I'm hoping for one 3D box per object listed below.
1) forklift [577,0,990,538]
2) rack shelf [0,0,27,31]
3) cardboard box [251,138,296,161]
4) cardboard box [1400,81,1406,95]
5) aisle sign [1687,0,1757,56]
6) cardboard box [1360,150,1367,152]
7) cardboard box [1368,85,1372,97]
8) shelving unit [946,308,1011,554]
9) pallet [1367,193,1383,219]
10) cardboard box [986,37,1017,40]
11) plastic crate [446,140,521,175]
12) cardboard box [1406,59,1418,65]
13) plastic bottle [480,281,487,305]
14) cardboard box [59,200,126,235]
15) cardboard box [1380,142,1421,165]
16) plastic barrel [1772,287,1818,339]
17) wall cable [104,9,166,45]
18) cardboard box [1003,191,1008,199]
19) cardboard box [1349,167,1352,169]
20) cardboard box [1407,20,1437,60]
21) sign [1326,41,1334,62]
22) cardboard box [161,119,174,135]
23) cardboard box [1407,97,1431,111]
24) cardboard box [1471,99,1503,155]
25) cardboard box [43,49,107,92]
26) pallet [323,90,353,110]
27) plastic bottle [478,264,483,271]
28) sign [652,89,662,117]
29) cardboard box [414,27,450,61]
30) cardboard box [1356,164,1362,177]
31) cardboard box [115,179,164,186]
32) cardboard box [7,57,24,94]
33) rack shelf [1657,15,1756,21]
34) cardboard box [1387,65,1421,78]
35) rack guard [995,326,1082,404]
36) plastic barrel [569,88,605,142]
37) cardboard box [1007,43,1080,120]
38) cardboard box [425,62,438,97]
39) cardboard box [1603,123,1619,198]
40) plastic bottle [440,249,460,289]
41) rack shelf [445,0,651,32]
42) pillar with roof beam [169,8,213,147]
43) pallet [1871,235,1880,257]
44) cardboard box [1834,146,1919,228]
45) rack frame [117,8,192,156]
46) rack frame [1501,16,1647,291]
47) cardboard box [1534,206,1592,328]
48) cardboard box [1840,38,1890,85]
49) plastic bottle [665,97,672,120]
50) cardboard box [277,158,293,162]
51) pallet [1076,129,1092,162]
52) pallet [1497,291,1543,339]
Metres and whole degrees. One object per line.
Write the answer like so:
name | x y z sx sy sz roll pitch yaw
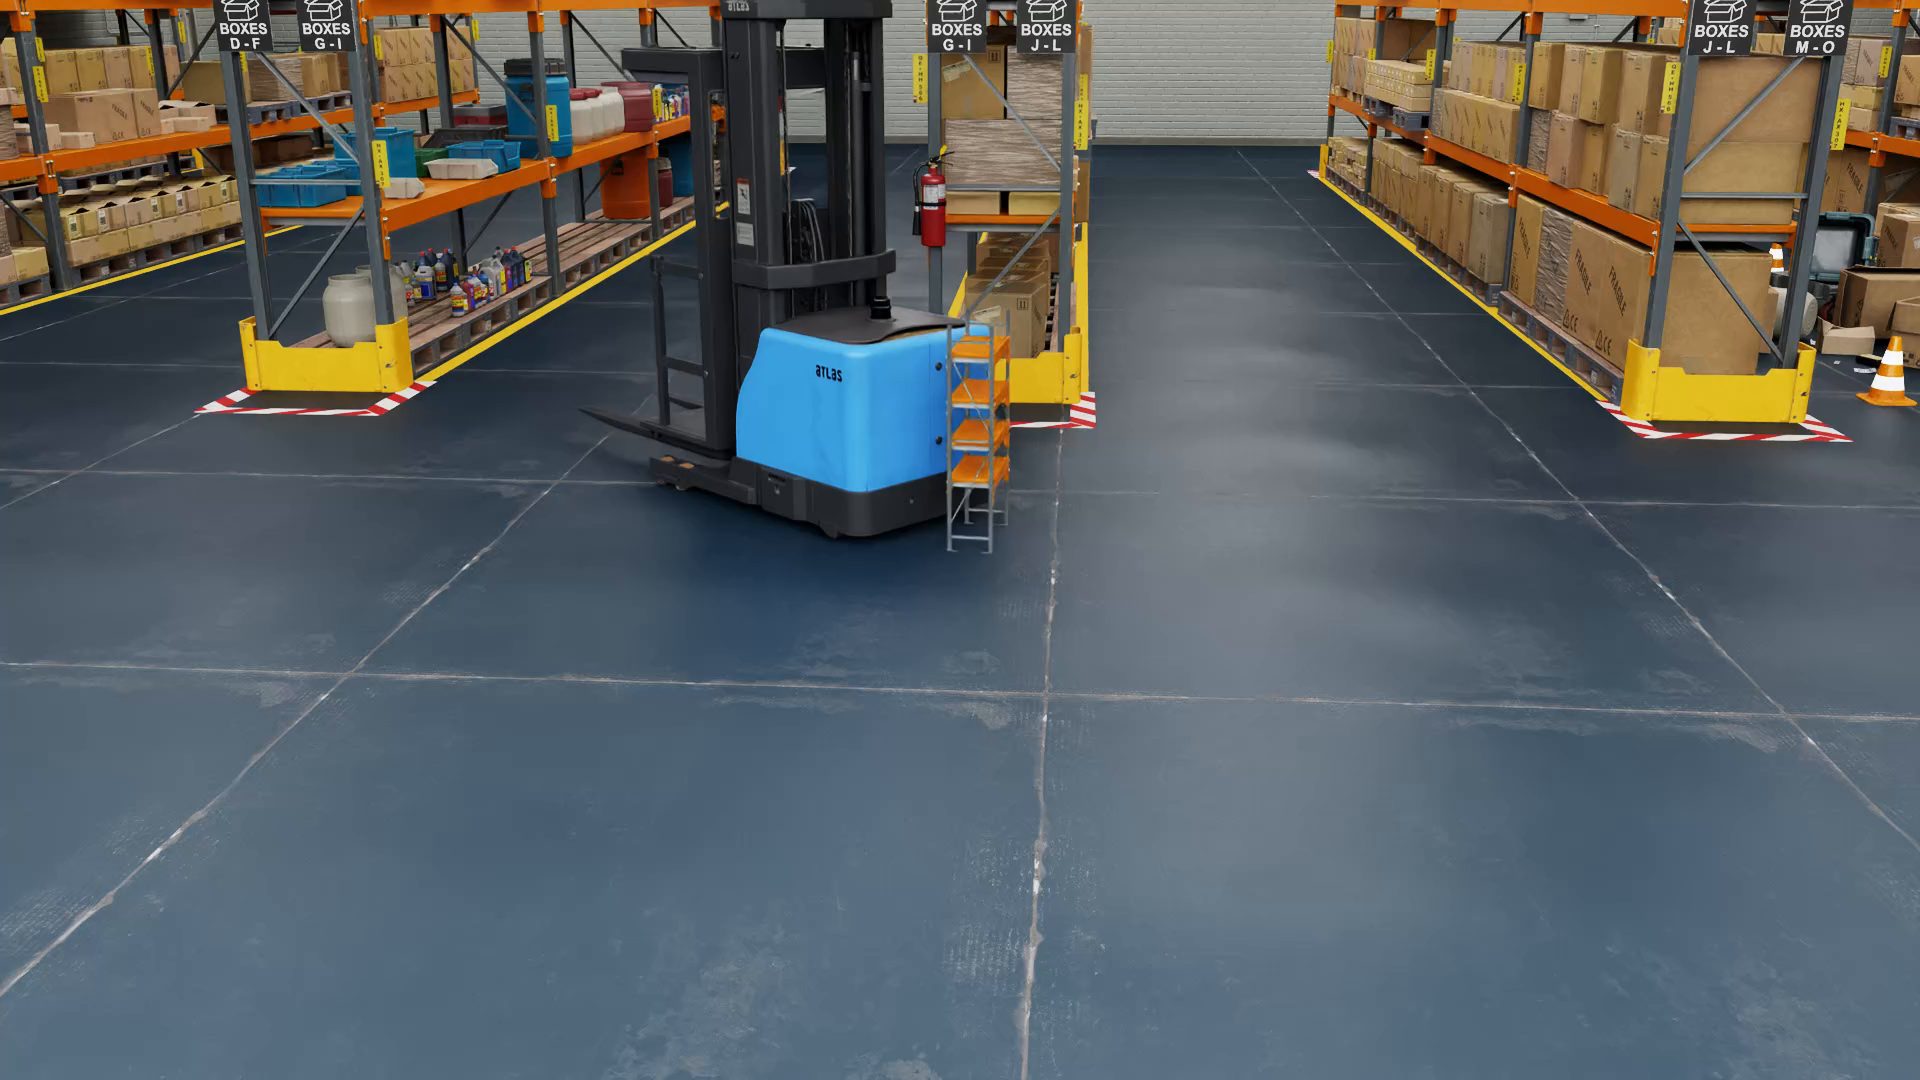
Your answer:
forklift | -1.204 -1.779 9.646 1.130 2.935 3.031 -17 25 -41
rack shelf | -9.454 -4.366 13.768 1.077 0.370 4.000 1 18 4
cardboard box | -9.122 -5.155 21.940 0.500 0.250 0.500 1 18 3
cardboard box | 5.411 -5.331 19.628 0.380 0.149 0.250 2 18 5
aisle sign | 4.919 -3.517 10.664 0.394 0.787 0.004 1 18 4
cardboard box | 5.935 -5.504 23.852 0.380 0.149 0.250 2 18 6
cardboard box | 5.582 -5.906 21.858 0.380 0.149 0.250 2 18 5
shelving unit | 0.100 -0.578 8.762 0.258 1.200 0.503 4 18 11
pallet | 6.029 -4.457 22.186 1.003 0.211 1.213 1 18 4
cardboard box | 0.213 -3.901 13.766 0.500 0.500 0.500 1 18 4
plastic crate | -4.179 -3.371 14.634 0.499 0.251 0.616 1 18 4
cardboard box | 6.370 -6.361 22.880 0.500 0.500 0.500 1 18 3
plastic bottle | -4.178 -2.153 14.465 0.097 0.201 0.097 0 18 0
cardboard box | -8.992 -3.341 17.143 0.500 0.311 0.500 1 18 3
cardboard box | 5.731 -5.003 21.509 0.500 0.250 0.500 2 18 5
plastic barrel | 6.958 -1.928 14.128 0.512 0.421 0.421 17 25 41
wall cable | -14.244 -8.642 28.847 0.084 1.984 1.851 1 18 4
cardboard box | 0.175 -2.723 12.820 0.380 0.149 0.250 1 18 4
cardboard box | 5.931 -5.399 24.487 0.380 0.149 0.250 2 18 5
cardboard box | 6.358 -6.823 22.683 0.500 0.500 0.500 2 18 5
sign | 5.829 -7.690 26.183 0.100 0.325 0.005 1 18 4
cardboard box | -9.059 -4.629 18.637 0.380 0.149 0.250 3 18 8
cardboard box | 5.373 -5.025 19.171 0.380 0.149 0.250 2 18 5
cardboard box | 5.353 -4.069 16.362 0.500 0.500 0.500 1 18 4
cardboard box | -13.566 -7.035 25.094 0.980 0.700 0.700 1 18 3
pallet | -8.904 -6.051 22.882 1.003 0.211 1.213 1 18 4
plastic bottle | -4.270 -2.338 14.897 0.061 0.283 0.133 1 18 4
sign | -3.535 -5.102 19.413 0.100 0.325 0.005 1 18 4
cardboard box | -8.276 -7.691 25.811 0.500 0.500 0.500 2 18 5
cardboard box | 5.796 -5.199 23.399 0.380 0.149 0.250 0 18 1
cardboard box | -9.384 -3.986 19.111 0.500 0.311 0.500 1 18 3
cardboard box | -13.460 -6.547 23.416 0.500 0.500 0.500 1 18 3
rack shelf | 11.171 -7.649 23.789 1.077 0.370 4.000 1 18 4
cardboard box | 5.489 -5.789 20.547 0.380 0.149 0.250 2 18 6
rack guard | 0.288 -1.275 12.010 1.175 0.500 0.348 1 18 4
plastic barrel | -4.000 -4.511 17.654 0.433 0.535 0.433 0 18 0
cardboard box | 0.594 -3.268 11.834 0.500 0.500 0.500 1 18 4
cardboard box | -8.323 -7.060 25.492 0.500 0.500 0.500 1 18 3
cardboard box | 5.387 -2.827 12.492 0.875 0.550 0.550 1 18 4
plastic bottle | -4.699 -2.498 15.275 0.144 0.351 0.185 1 18 4
rack shelf | -4.227 -5.497 17.219 1.077 0.370 4.000 1 18 4
pillar with roof beam | -9.767 -11.353 29.118 9.100 9.000 0.400 1 18 4
pallet | 10.683 -3.135 18.150 1.003 0.211 1.213 1 18 4
cardboard box | 10.873 -4.105 19.371 0.875 0.875 0.875 1 18 3
rack frame | -13.392 -7.740 27.727 1.000 3.000 0.127 1 18 4
rack frame | 5.510 -3.539 14.907 1.000 3.000 0.127 1 18 4
cardboard box | 5.334 -2.255 13.726 0.875 0.875 0.875 1 18 4
cardboard box | 10.546 -5.551 19.280 0.500 0.500 0.500 2 18 5
plastic bottle | -3.626 -5.362 20.657 0.061 0.283 0.133 1 18 4
cardboard box | -9.122 -4.787 22.022 0.500 0.500 0.500 1 18 2
pallet | 0.769 -3.824 16.085 1.003 0.211 1.213 1 18 4
pallet | 5.377 -1.980 14.626 1.003 0.211 1.213 1 18 4
